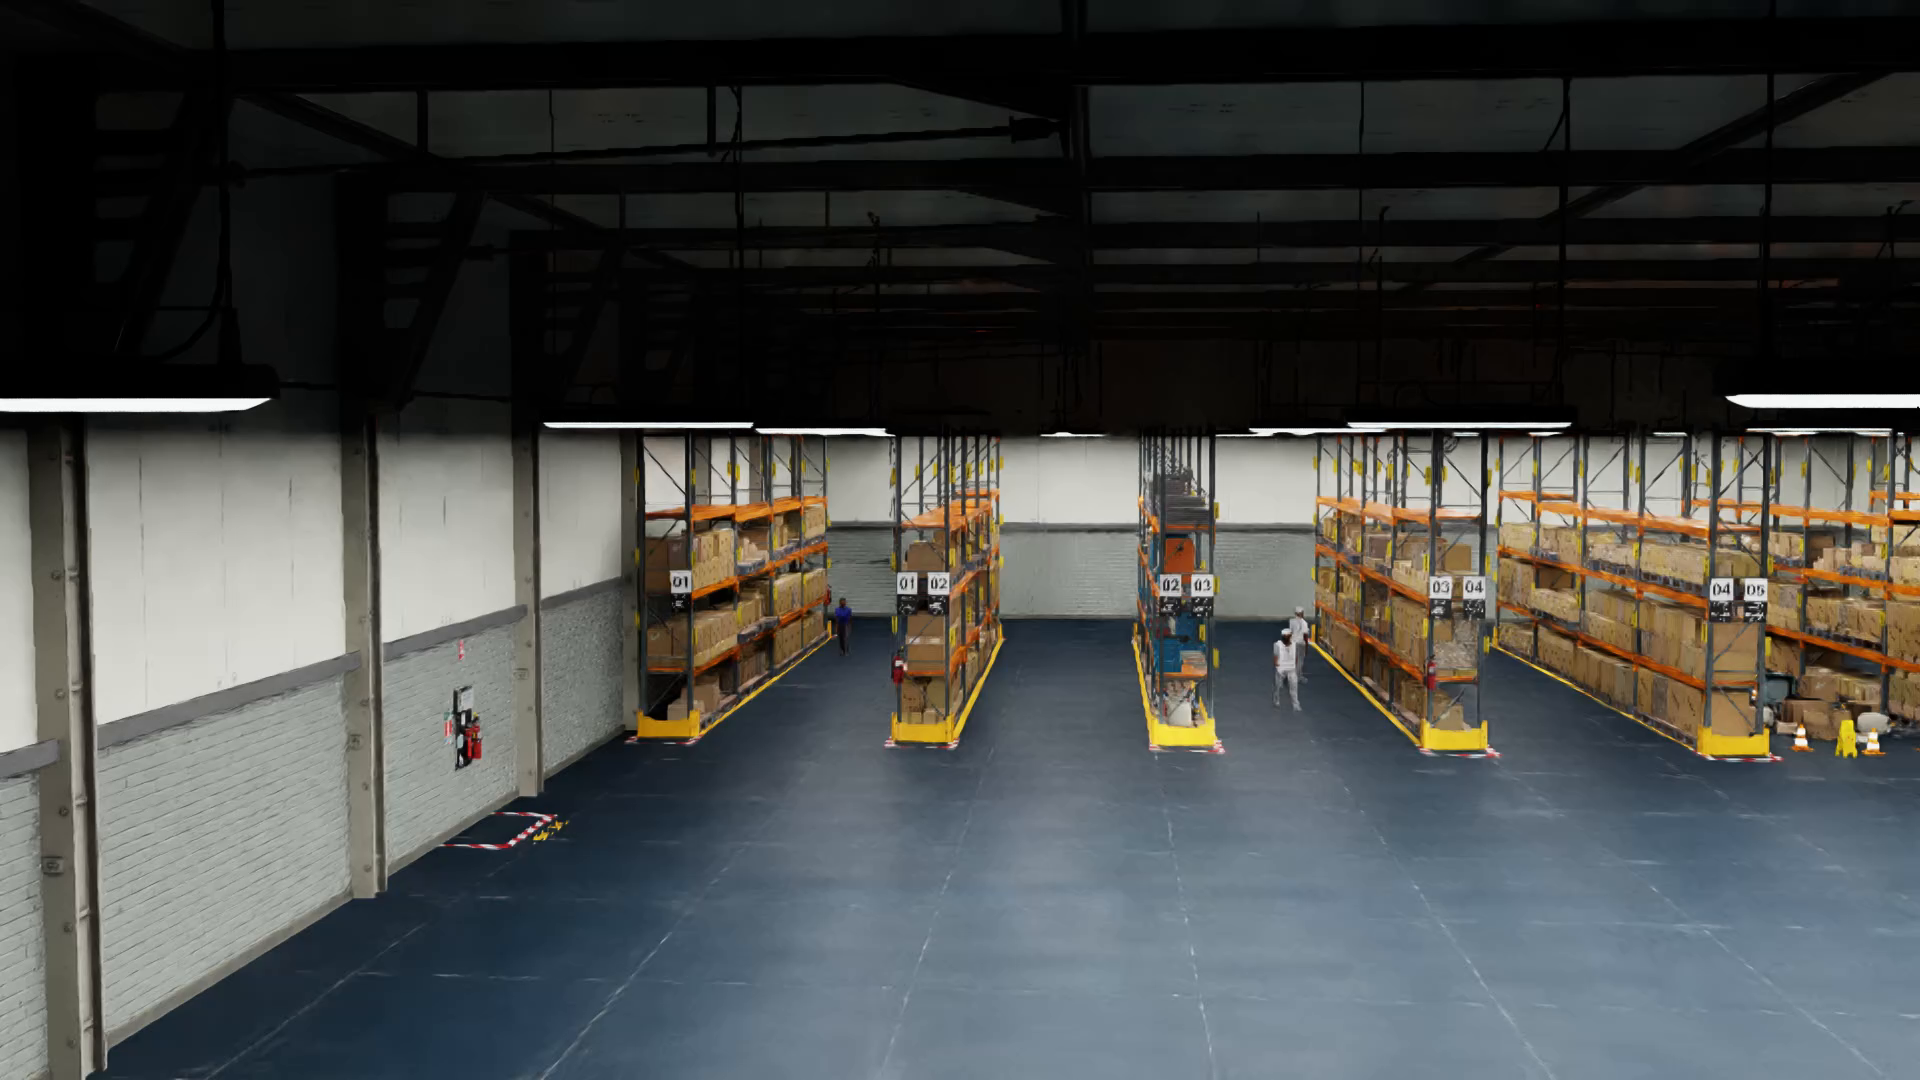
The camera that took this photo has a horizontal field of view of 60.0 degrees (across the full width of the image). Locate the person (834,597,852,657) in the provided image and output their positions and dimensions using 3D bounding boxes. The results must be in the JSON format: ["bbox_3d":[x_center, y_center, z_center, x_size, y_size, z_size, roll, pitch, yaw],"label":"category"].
[{"bbox_3d":[-3.070,2.264,43.605,0.451,1.572,1.088,0,3,3],"label":"person"}]

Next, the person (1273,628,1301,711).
[{"bbox_3d":[6.873,2.713,35.093,0.554,1.724,1.029,0,3,-3],"label":"person"}]

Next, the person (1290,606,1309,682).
[{"bbox_3d":[8.037,2.437,39.206,0.453,1.768,0.632,-2,4,-24],"label":"person"}]

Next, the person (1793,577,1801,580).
[{"bbox_3d":[24.030,1.948,47.609,0.618,1.784,0.567,-2,4,-29],"label":"person"}]
